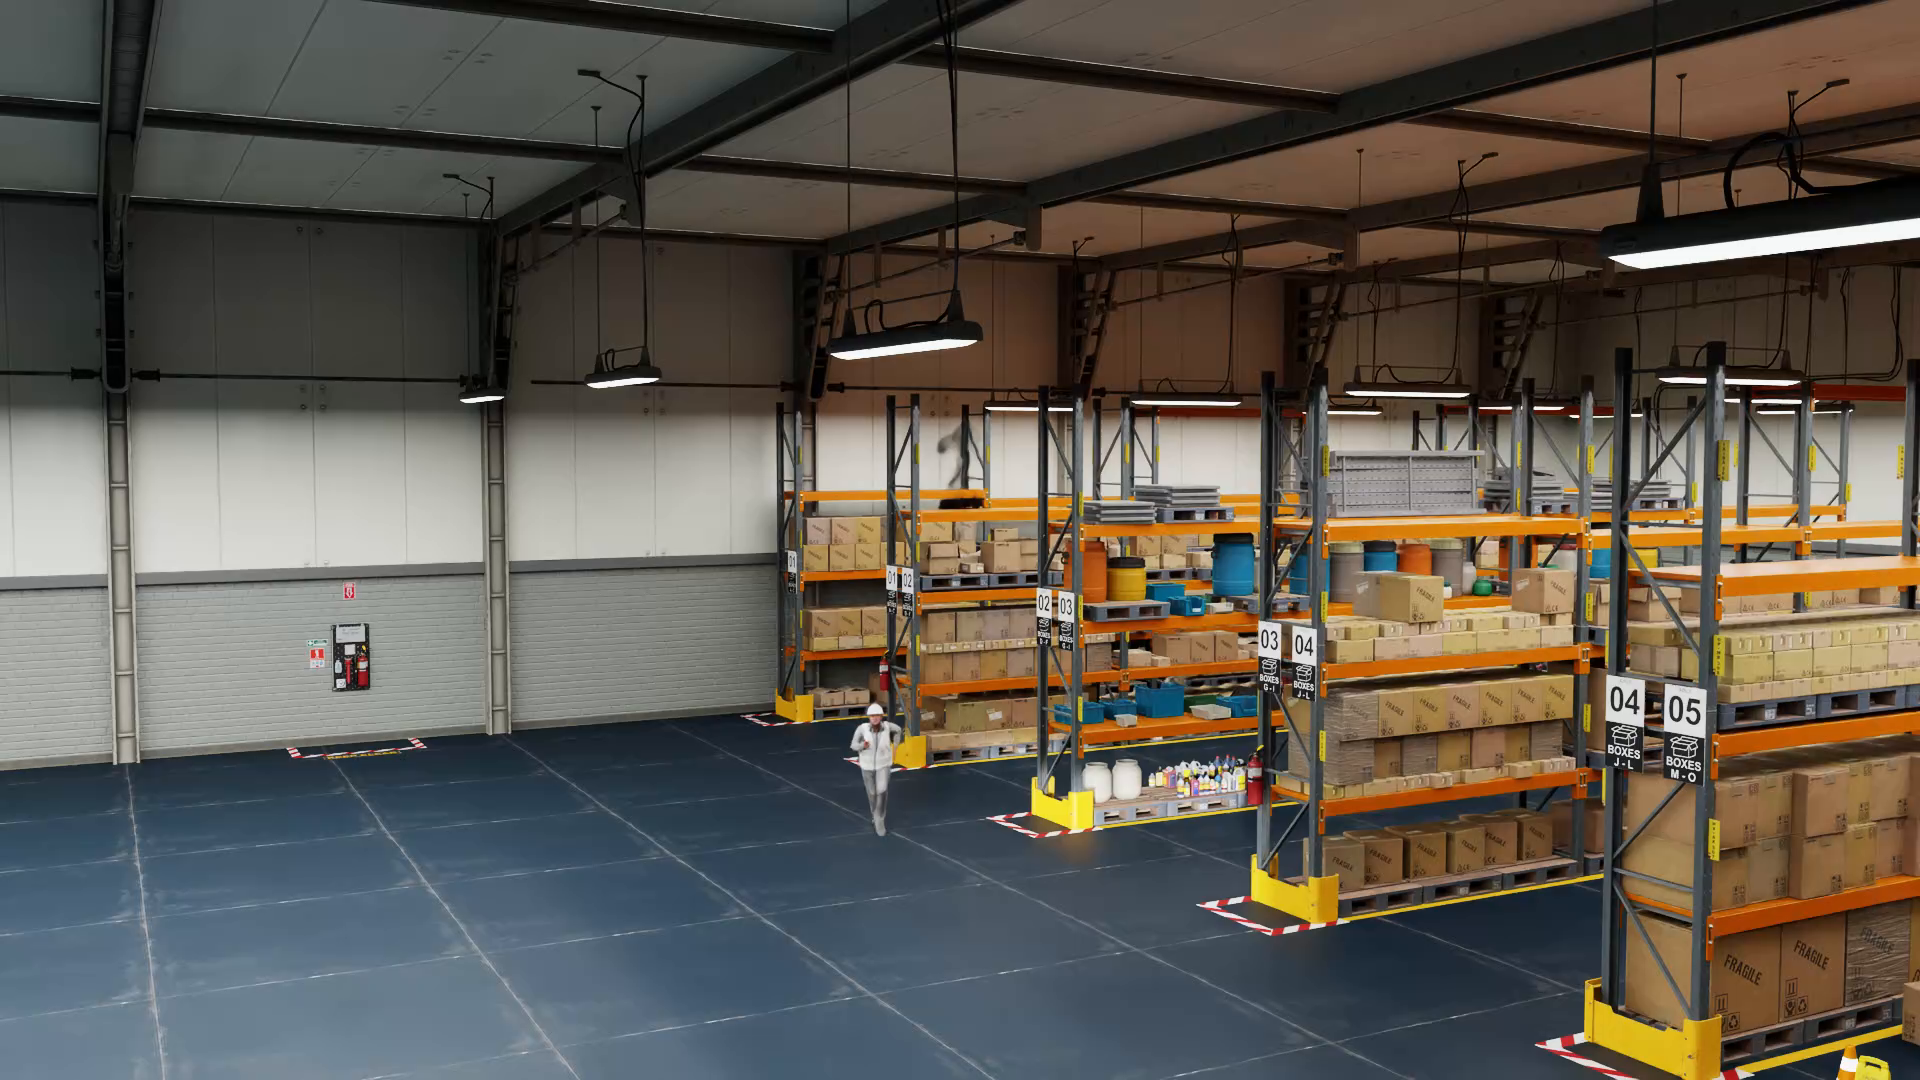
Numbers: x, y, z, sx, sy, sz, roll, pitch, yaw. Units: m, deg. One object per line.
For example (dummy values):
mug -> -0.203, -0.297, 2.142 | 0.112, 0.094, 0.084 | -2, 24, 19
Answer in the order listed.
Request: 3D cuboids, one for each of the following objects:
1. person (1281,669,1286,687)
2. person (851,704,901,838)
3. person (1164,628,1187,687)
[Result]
person -> 6.516, 2.399, 33.400 | 0.824, 1.769, 0.703 | -3, 4, -39
person -> -1.119, 3.038, 22.218 | 0.647, 1.768, 0.931 | 0, 3, 3
person -> 4.159, 2.458, 31.731 | 0.983, 1.805, 0.651 | -2, 4, -25
